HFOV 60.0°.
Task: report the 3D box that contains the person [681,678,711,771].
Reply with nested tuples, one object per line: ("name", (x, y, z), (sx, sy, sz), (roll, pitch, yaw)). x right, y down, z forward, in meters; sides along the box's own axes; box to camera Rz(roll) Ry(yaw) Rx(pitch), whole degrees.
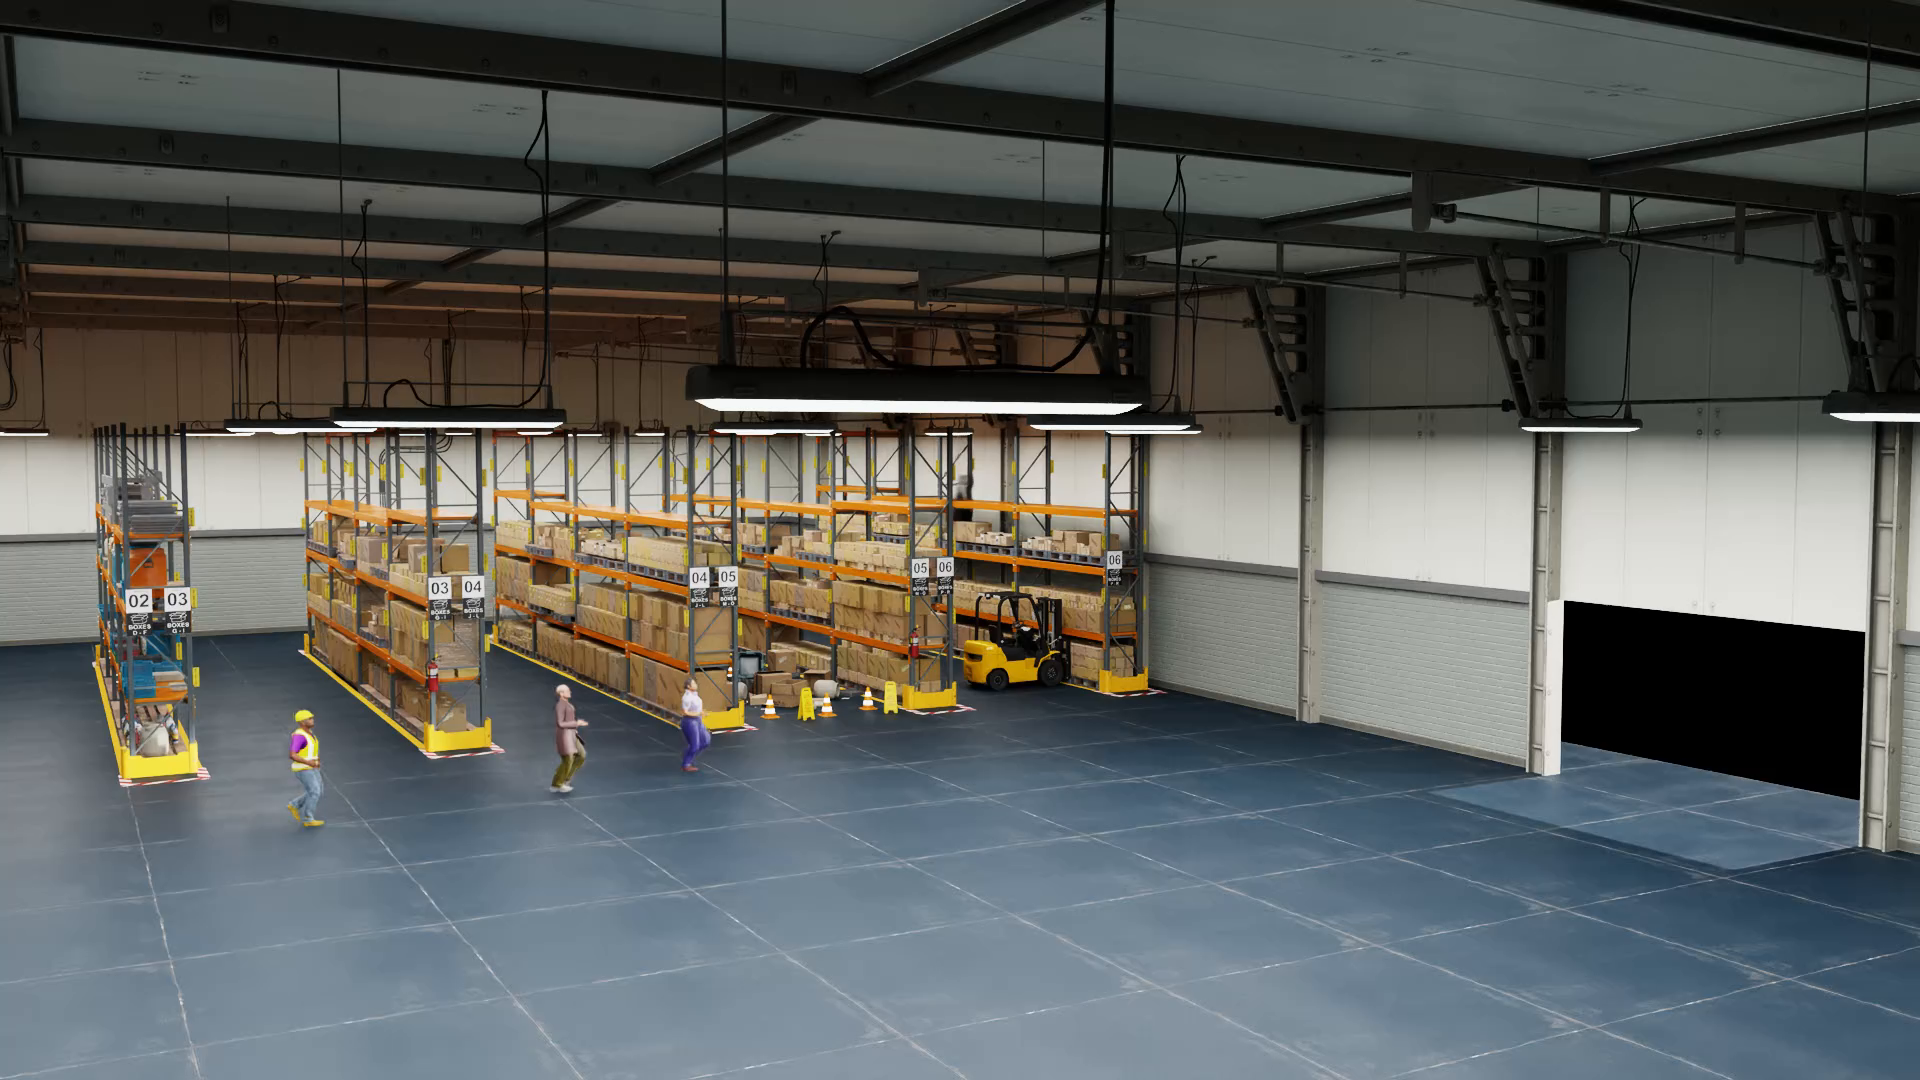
("person", (-4.554, 3.174, 28.666), (0.550, 1.603, 0.594), (1, 4, 10))

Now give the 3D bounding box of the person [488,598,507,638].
("person", (-13.190, 1.987, 47.891), (0.928, 1.657, 0.712), (-3, 4, -39))

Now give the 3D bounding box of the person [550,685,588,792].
("person", (-6.310, 3.214, 26.923), (0.673, 1.762, 0.694), (0, 3, 1))

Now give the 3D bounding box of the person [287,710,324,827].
("person", (-9.659, 3.371, 24.573), (0.547, 1.727, 0.726), (0, 3, -6))
